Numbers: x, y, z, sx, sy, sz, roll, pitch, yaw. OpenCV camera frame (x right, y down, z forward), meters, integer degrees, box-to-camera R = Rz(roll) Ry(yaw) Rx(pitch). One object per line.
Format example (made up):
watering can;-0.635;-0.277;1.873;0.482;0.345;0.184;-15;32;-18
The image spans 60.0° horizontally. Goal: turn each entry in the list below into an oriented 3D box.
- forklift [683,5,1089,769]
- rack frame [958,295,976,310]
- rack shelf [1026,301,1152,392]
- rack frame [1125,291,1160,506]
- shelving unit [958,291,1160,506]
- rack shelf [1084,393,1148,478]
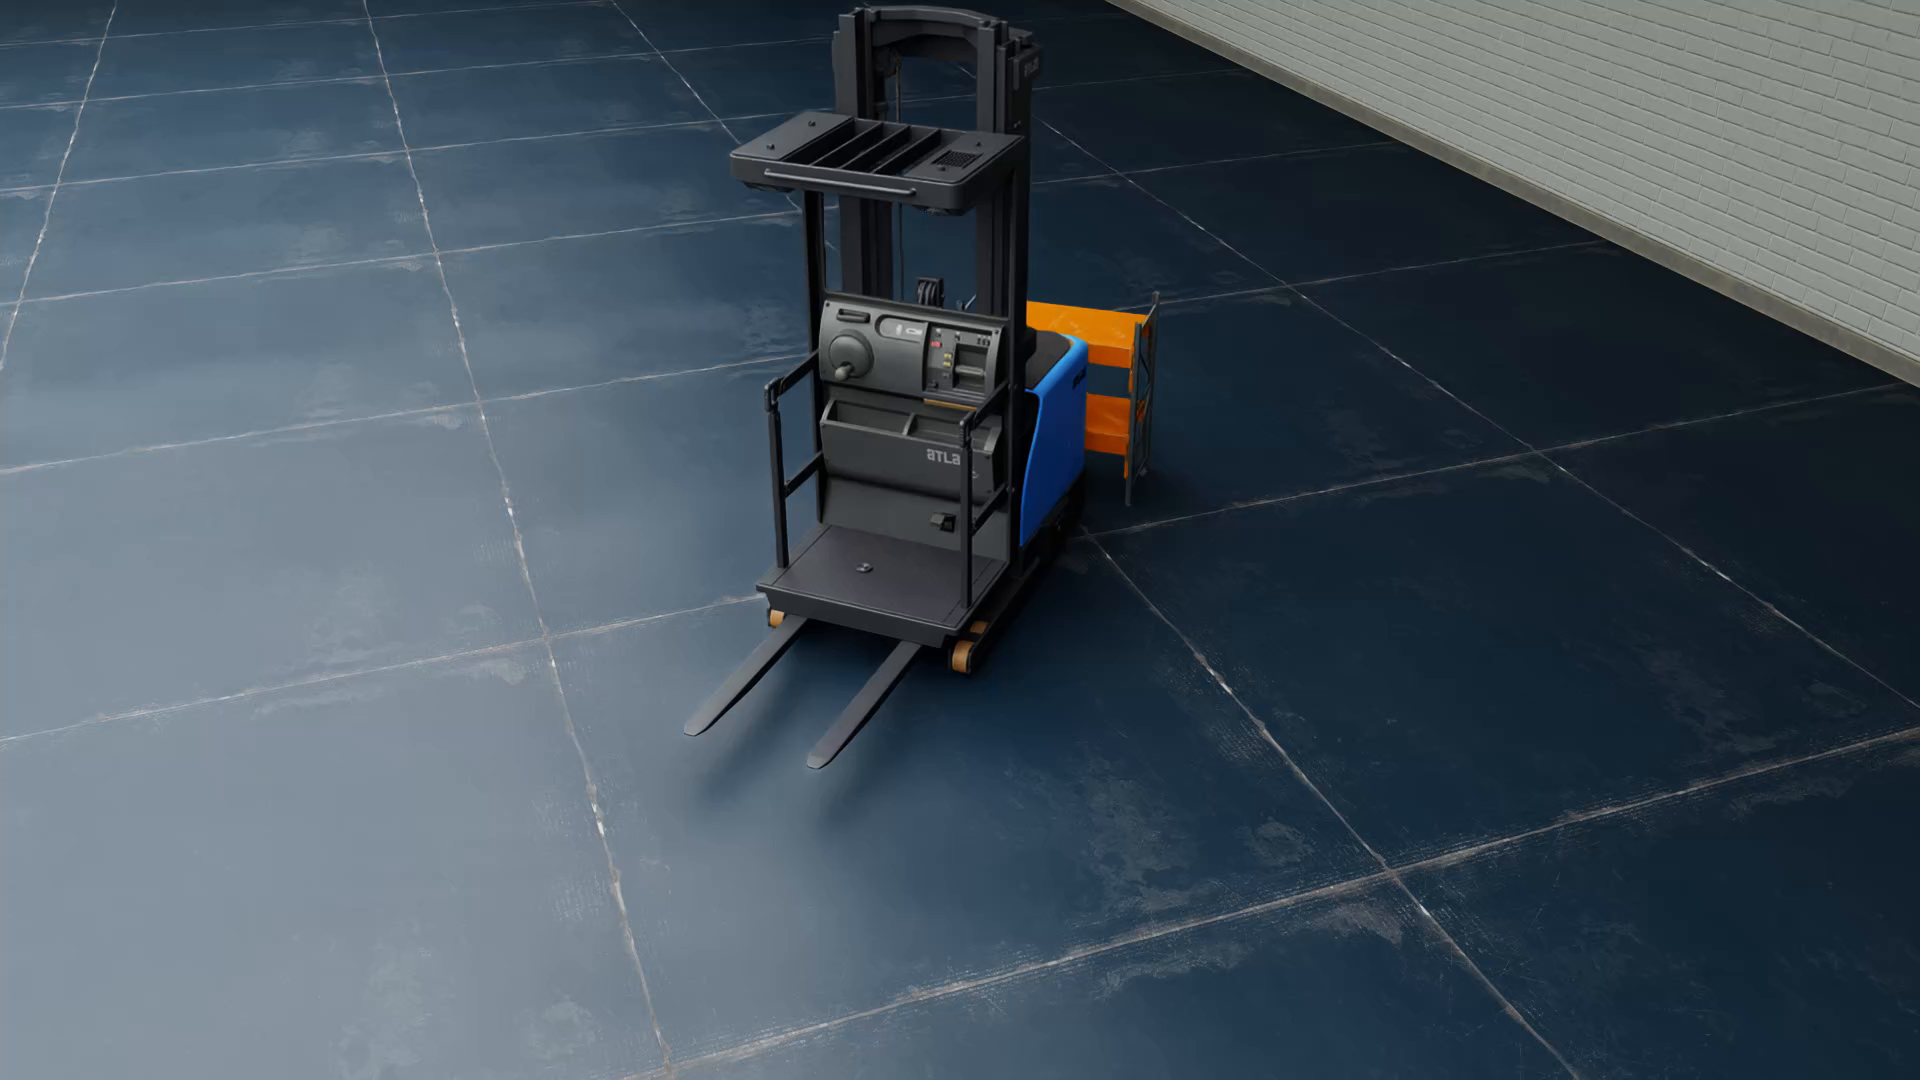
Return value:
forklift;-0.325;-0.859;7.798;1.130;2.935;3.031;12;32;20
rack frame;0.078;-0.963;9.804;0.032;1.125;0.500;9;31;16
rack shelf;0.561;-1.139;9.521;1.000;0.278;0.538;9;31;16
rack frame;1.044;-0.806;9.528;0.032;1.125;0.500;9;31;16
shelving unit;0.561;-0.885;9.666;1.048;1.125;0.538;9;31;16
rack shelf;0.561;-0.672;9.787;1.000;0.278;0.538;9;31;16
